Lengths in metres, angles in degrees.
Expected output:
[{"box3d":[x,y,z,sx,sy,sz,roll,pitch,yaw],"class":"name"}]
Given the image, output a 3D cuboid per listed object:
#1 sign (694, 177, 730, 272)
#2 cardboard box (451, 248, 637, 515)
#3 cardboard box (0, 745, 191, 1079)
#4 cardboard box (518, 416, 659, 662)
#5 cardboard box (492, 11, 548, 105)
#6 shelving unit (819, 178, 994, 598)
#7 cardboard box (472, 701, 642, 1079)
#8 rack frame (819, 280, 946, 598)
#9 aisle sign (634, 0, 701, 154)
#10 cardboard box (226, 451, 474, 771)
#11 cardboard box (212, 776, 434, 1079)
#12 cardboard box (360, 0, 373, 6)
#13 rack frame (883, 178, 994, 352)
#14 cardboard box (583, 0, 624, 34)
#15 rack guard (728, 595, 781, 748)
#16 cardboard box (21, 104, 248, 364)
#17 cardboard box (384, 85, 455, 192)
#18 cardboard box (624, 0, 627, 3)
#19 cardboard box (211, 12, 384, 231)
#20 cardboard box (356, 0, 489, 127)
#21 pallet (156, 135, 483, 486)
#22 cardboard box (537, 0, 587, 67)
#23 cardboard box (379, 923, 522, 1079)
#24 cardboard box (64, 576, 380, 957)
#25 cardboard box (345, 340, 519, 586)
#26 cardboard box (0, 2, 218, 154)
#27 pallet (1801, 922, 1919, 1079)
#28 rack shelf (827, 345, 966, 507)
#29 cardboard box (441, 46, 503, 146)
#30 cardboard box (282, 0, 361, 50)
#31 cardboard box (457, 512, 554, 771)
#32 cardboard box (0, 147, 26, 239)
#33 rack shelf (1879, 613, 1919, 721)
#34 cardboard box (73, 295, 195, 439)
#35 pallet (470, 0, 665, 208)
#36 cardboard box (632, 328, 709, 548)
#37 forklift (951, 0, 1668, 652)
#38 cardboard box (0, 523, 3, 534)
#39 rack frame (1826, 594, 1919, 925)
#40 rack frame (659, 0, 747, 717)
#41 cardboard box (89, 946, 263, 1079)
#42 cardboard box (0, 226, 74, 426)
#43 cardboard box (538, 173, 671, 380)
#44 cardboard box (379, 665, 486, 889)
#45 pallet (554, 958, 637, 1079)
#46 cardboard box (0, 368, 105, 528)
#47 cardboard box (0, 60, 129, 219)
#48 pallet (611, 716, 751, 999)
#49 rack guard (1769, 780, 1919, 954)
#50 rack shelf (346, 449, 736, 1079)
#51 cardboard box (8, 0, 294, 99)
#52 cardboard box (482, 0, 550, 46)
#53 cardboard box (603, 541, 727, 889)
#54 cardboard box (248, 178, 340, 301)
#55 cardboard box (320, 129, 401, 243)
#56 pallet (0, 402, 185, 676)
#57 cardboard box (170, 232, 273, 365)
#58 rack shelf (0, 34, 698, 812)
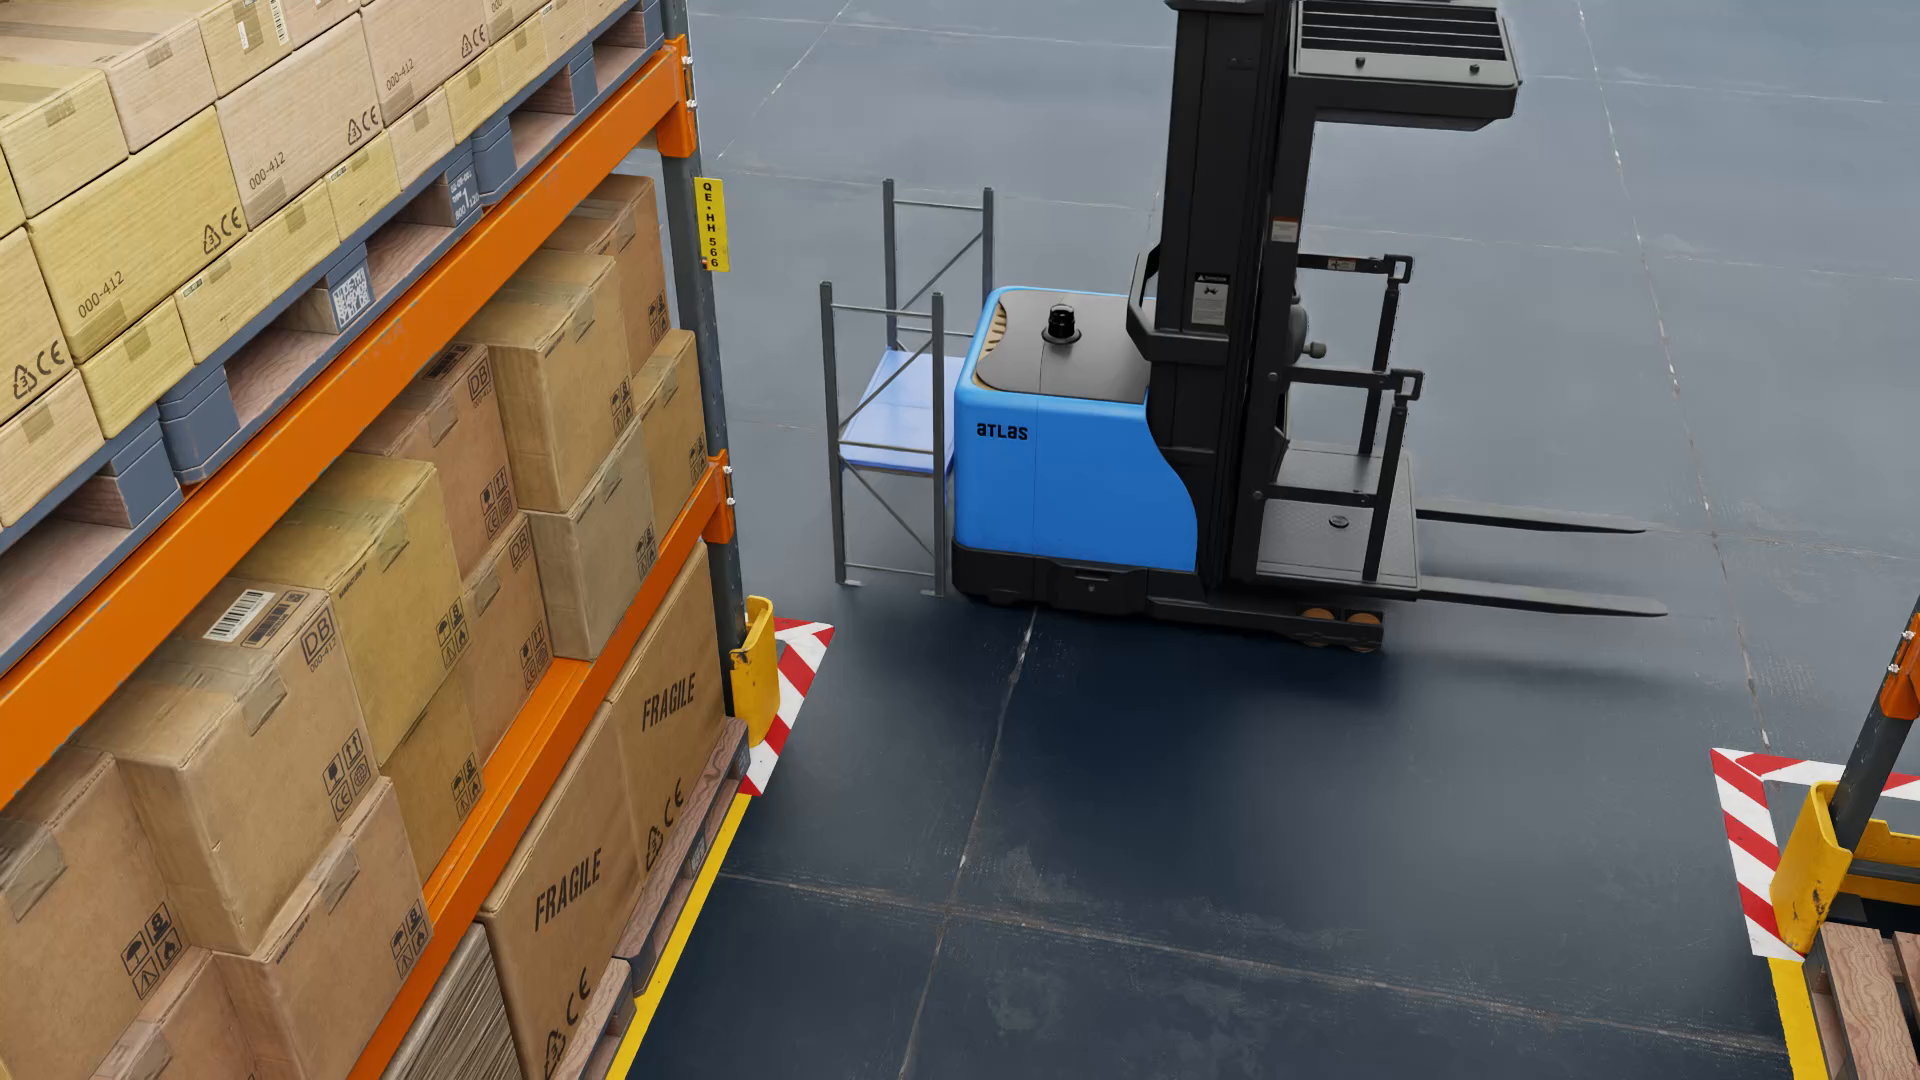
[{"box3d":[-0.810,-1.025,5.420,0.100,0.325,0.005,7,37,10],"class":"sign"},{"box3d":[-1.482,-0.500,4.836,0.875,0.550,0.550,7,37,10],"class":"cardboard box"},{"box3d":[-2.075,0.721,3.151,0.875,0.550,0.550,7,37,10],"class":"cardboard box"},{"box3d":[-1.468,-0.061,5.150,0.875,0.550,0.550,7,37,10],"class":"cardboard box"},{"box3d":[-1.241,-1.190,4.051,0.380,0.149,0.250,8,37,10],"class":"cardboard box"},{"box3d":[-0.204,-0.680,7.410,0.538,1.500,1.048,7,37,10],"class":"shelving unit"},{"box3d":[-1.603,1.055,5.191,0.875,0.875,0.875,7,36,9],"class":"cardboard box"},{"box3d":[-0.311,-0.388,7.008,0.500,1.500,0.032,7,37,10],"class":"rack frame"},{"box3d":[-1.029,-1.592,5.176,0.394,0.787,0.004,7,37,10],"class":"aisle sign"},{"box3d":[-1.720,0.124,3.975,0.875,0.550,0.500,7,37,10],"class":"cardboard box"},{"box3d":[-1.799,0.870,3.866,0.875,0.550,0.550,7,37,10],"class":"cardboard box"},{"box3d":[-1.350,-1.218,3.410,0.380,0.149,0.250,7,36,9],"class":"cardboard box"},{"box3d":[-0.097,-0.971,7.812,0.500,1.500,0.032,7,37,10],"class":"rack frame"},{"box3d":[-1.132,-1.483,4.455,0.380,0.149,0.250,8,37,10],"class":"cardboard box"},{"box3d":[-1.332,0.462,6.687,1.175,0.500,0.348,7,37,10],"class":"rack guard"},{"box3d":[-1.600,-0.552,2.831,0.500,0.250,0.500,7,37,9],"class":"cardboard box"},{"box3d":[-1.349,-0.899,3.649,0.380,0.149,0.250,8,37,10],"class":"cardboard box"},{"box3d":[-1.077,-1.627,4.654,0.380,0.149,0.250,7,37,10],"class":"cardboard box"},{"box3d":[-1.493,-0.843,3.232,0.500,0.250,0.500,8,37,10],"class":"cardboard box"},{"box3d":[-1.385,-1.131,3.630,0.500,0.250,0.500,7,37,10],"class":"cardboard box"},{"box3d":[-1.744,-0.587,3.524,1.003,0.211,1.213,7,37,10],"class":"pallet"},{"box3d":[-1.186,-1.335,4.251,0.380,0.149,0.250,8,37,11],"class":"cardboard box"},{"box3d":[-1.800,1.578,4.470,0.875,0.875,0.875,8,37,10],"class":"cardboard box"},{"box3d":[-1.826,0.429,3.554,0.875,0.550,0.550,7,37,10],"class":"cardboard box"},{"box3d":[-1.734,-0.196,4.416,0.875,0.550,0.550,7,37,10],"class":"cardboard box"},{"box3d":[-1.511,-0.786,2.813,0.380,0.149,0.250,7,37,10],"class":"cardboard box"},{"box3d":[3.262,1.777,5.118,1.003,0.211,1.213,7,37,10],"class":"pallet"},{"box3d":[-0.204,-0.534,7.515,0.538,0.185,1.000,7,37,10],"class":"rack shelf"},{"box3d":[-1.295,-1.043,3.848,0.380,0.149,0.250,7,36,9],"class":"cardboard box"},{"box3d":[-1.403,-1.073,3.210,0.380,0.149,0.250,8,37,10],"class":"cardboard box"},{"box3d":[-1.711,0.244,4.729,0.875,0.550,0.550,7,37,10],"class":"cardboard box"},{"box3d":[-1.620,-0.493,2.409,0.380,0.149,0.250,7,36,9],"class":"cardboard box"},{"box3d":[3.060,1.581,3.626,1.077,0.370,4.000,7,37,10],"class":"rack shelf"},{"box3d":[-1.566,-0.317,2.846,0.380,0.149,0.250,7,36,9],"class":"cardboard box"},{"box3d":[-1.485,-1.289,4.492,1.003,0.211,1.213,7,37,10],"class":"pallet"},{"box3d":[-1.372,-0.379,5.589,0.875,0.550,0.550,7,37,10],"class":"cardboard box"},{"box3d":[1.528,-1.048,6.698,3.031,2.935,1.130,6,36,8],"class":"forklift"},{"box3d":[-1.674,-0.024,2.443,0.380,0.149,0.250,7,37,10],"class":"cardboard box"},{"box3d":[3.487,0.143,4.997,1.000,3.000,0.127,7,37,10],"class":"rack frame"},{"box3d":[-1.337,-0.537,5.934,1.000,3.000,0.127,7,37,10],"class":"rack frame"},{"box3d":[-2.029,1.165,3.459,0.875,0.550,0.550,7,37,10],"class":"cardboard box"},{"box3d":[-1.707,-0.263,2.432,0.500,0.250,0.500,7,37,10],"class":"cardboard box"},{"box3d":[-1.454,-0.827,5.287,0.875,0.550,0.550,7,37,10],"class":"cardboard box"},{"box3d":[-1.783,0.553,4.303,0.875,0.550,0.500,7,37,10],"class":"cardboard box"},{"box3d":[-1.694,1.758,5.145,1.003,0.211,1.213,7,37,10],"class":"pallet"},{"box3d":[-1.620,-0.168,2.641,0.380,0.149,0.250,7,36,9],"class":"cardboard box"},{"box3d":[-1.566,-0.641,2.613,0.380,0.149,0.250,8,37,10],"class":"cardboard box"},{"box3d":[-1.432,1.061,6.107,1.003,0.211,1.213,7,37,10],"class":"pallet"},{"box3d":[3.470,1.199,5.670,1.175,0.500,0.348,7,37,10],"class":"rack guard"},{"box3d":[-1.764,0.901,4.564,1.077,0.370,4.000,7,37,10],"class":"rack shelf"},{"box3d":[-1.457,-0.928,3.010,0.380,0.149,0.250,7,37,10],"class":"cardboard box"},{"box3d":[-1.276,-1.419,4.027,0.500,0.250,0.500,7,37,10],"class":"cardboard box"},{"box3d":[-1.418,0.551,5.887,0.875,0.875,0.875,8,37,10],"class":"cardboard box"},{"box3d":[-1.457,-0.605,3.244,0.380,0.149,0.250,8,37,11],"class":"cardboard box"},{"box3d":[-1.403,-0.753,3.447,0.380,0.149,0.250,8,37,11],"class":"cardboard box"},{"box3d":[-2.007,0.110,2.562,1.003,0.211,1.213,7,37,10],"class":"pallet"},{"box3d":[-1.512,-0.463,3.048,0.380,0.149,0.250,7,37,10],"class":"cardboard box"},{"box3d":[-1.764,-0.313,3.683,1.077,0.370,4.000,7,37,10],"class":"rack shelf"}]
